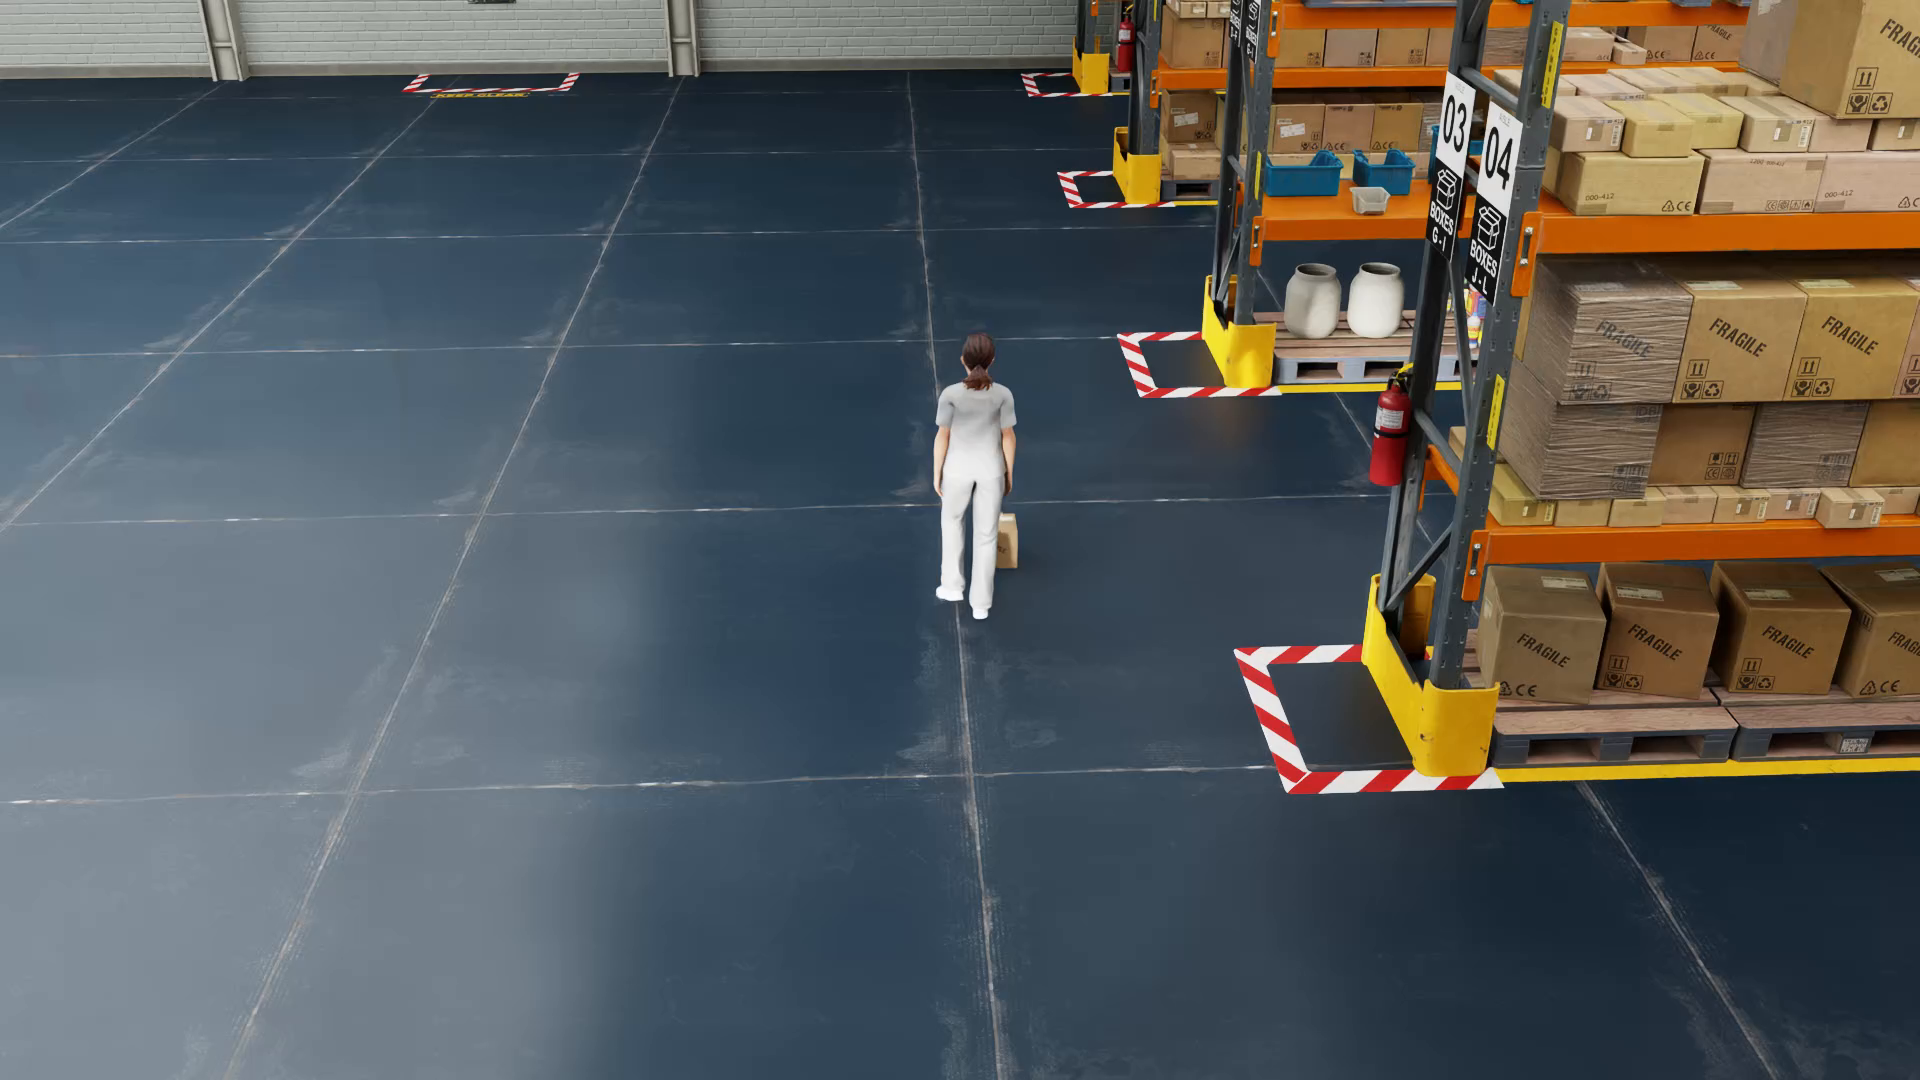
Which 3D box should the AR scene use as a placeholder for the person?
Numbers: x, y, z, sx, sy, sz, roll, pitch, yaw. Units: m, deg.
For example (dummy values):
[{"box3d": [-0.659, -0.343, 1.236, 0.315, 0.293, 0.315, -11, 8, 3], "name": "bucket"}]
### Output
[{"box3d": [0.082, -0.357, 9.327, 0.457, 1.716, 0.432, 0, 28, -1], "name": "person"}]
